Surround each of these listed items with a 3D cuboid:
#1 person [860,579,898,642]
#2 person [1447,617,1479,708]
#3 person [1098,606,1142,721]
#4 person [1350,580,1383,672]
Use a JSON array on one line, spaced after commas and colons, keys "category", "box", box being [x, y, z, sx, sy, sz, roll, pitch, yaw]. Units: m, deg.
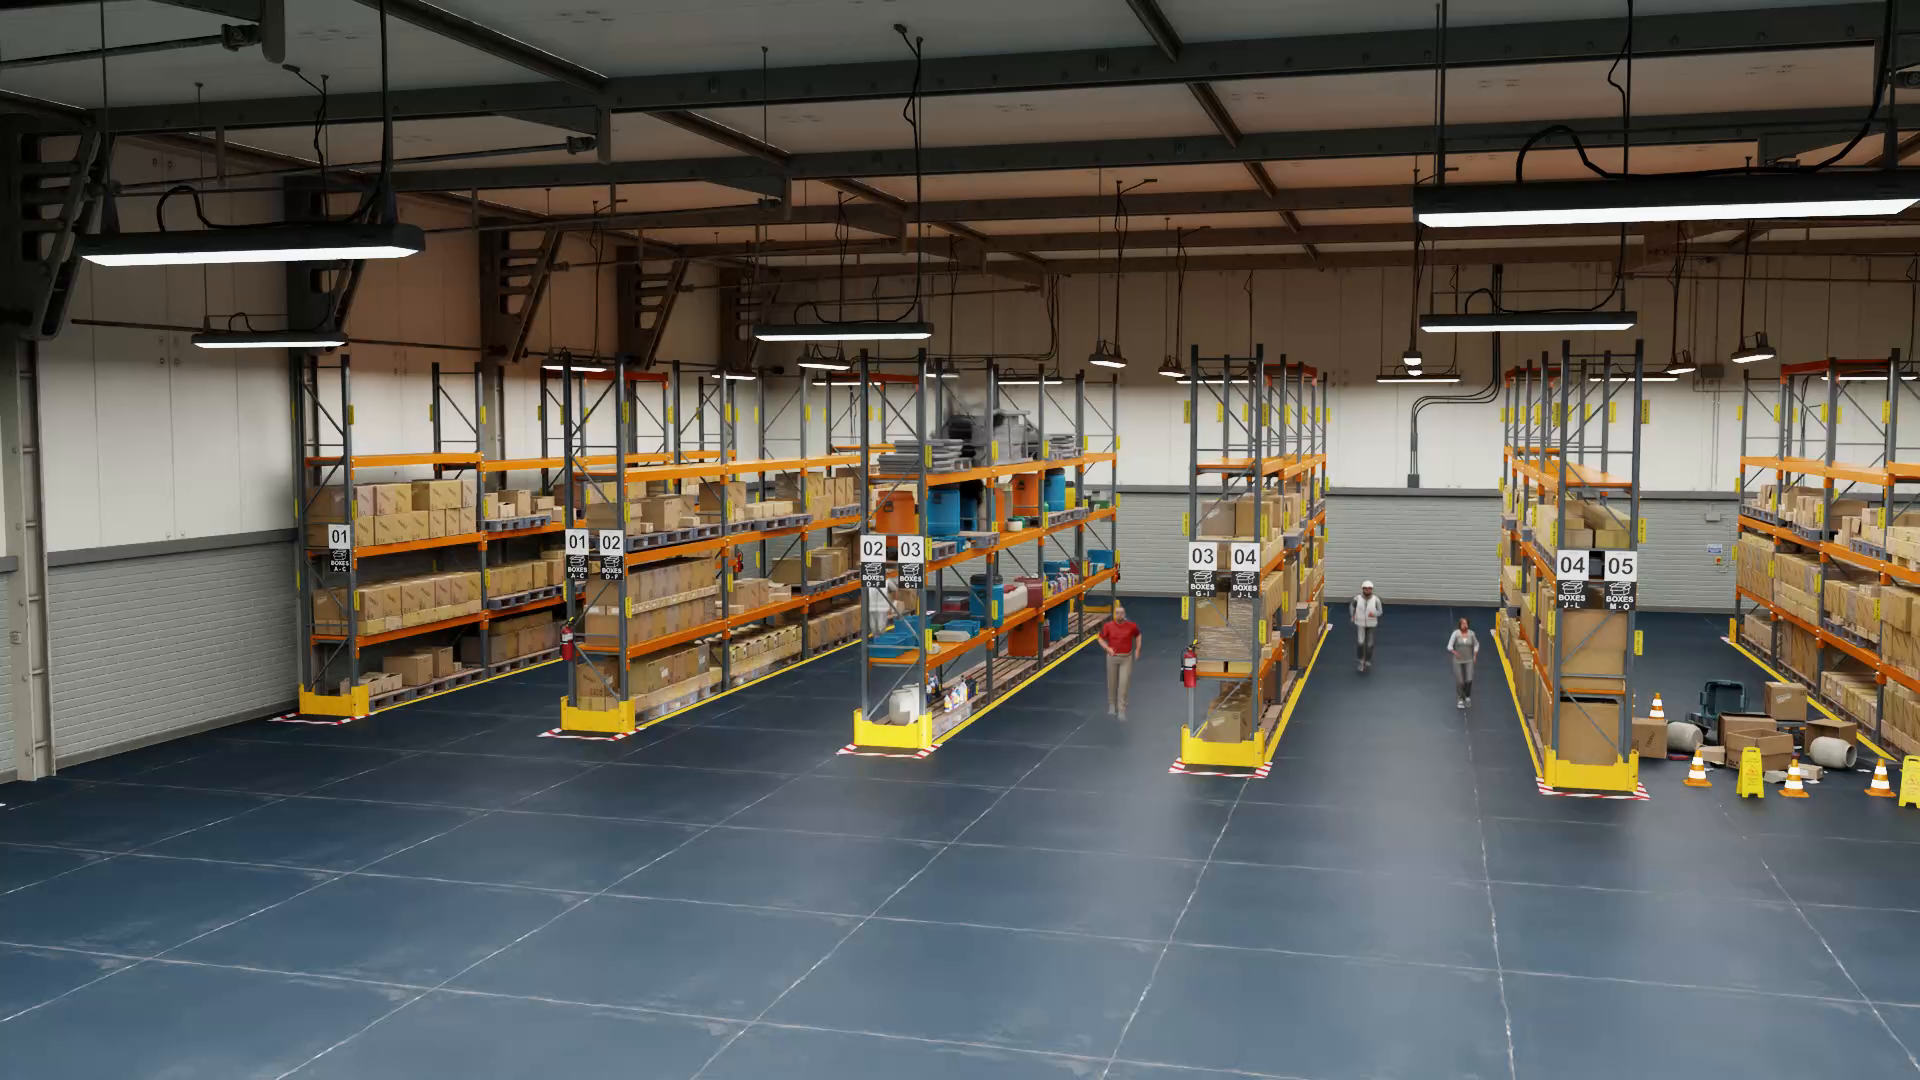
[{"category": "person", "box": [-1.586, 1.450, 32.225, 0.702, 1.909, 0.727, 1, 4, 10]}, {"category": "person", "box": [8.564, 2.093, 28.289, 0.529, 1.565, 0.569, 1, 4, 12]}, {"category": "person", "box": [2.505, 1.918, 26.054, 0.688, 1.782, 0.793, 0, 4, 4]}, {"category": "person", "box": [7.934, 1.687, 32.499, 0.621, 1.801, 0.811, 1, 4, 12]}]
